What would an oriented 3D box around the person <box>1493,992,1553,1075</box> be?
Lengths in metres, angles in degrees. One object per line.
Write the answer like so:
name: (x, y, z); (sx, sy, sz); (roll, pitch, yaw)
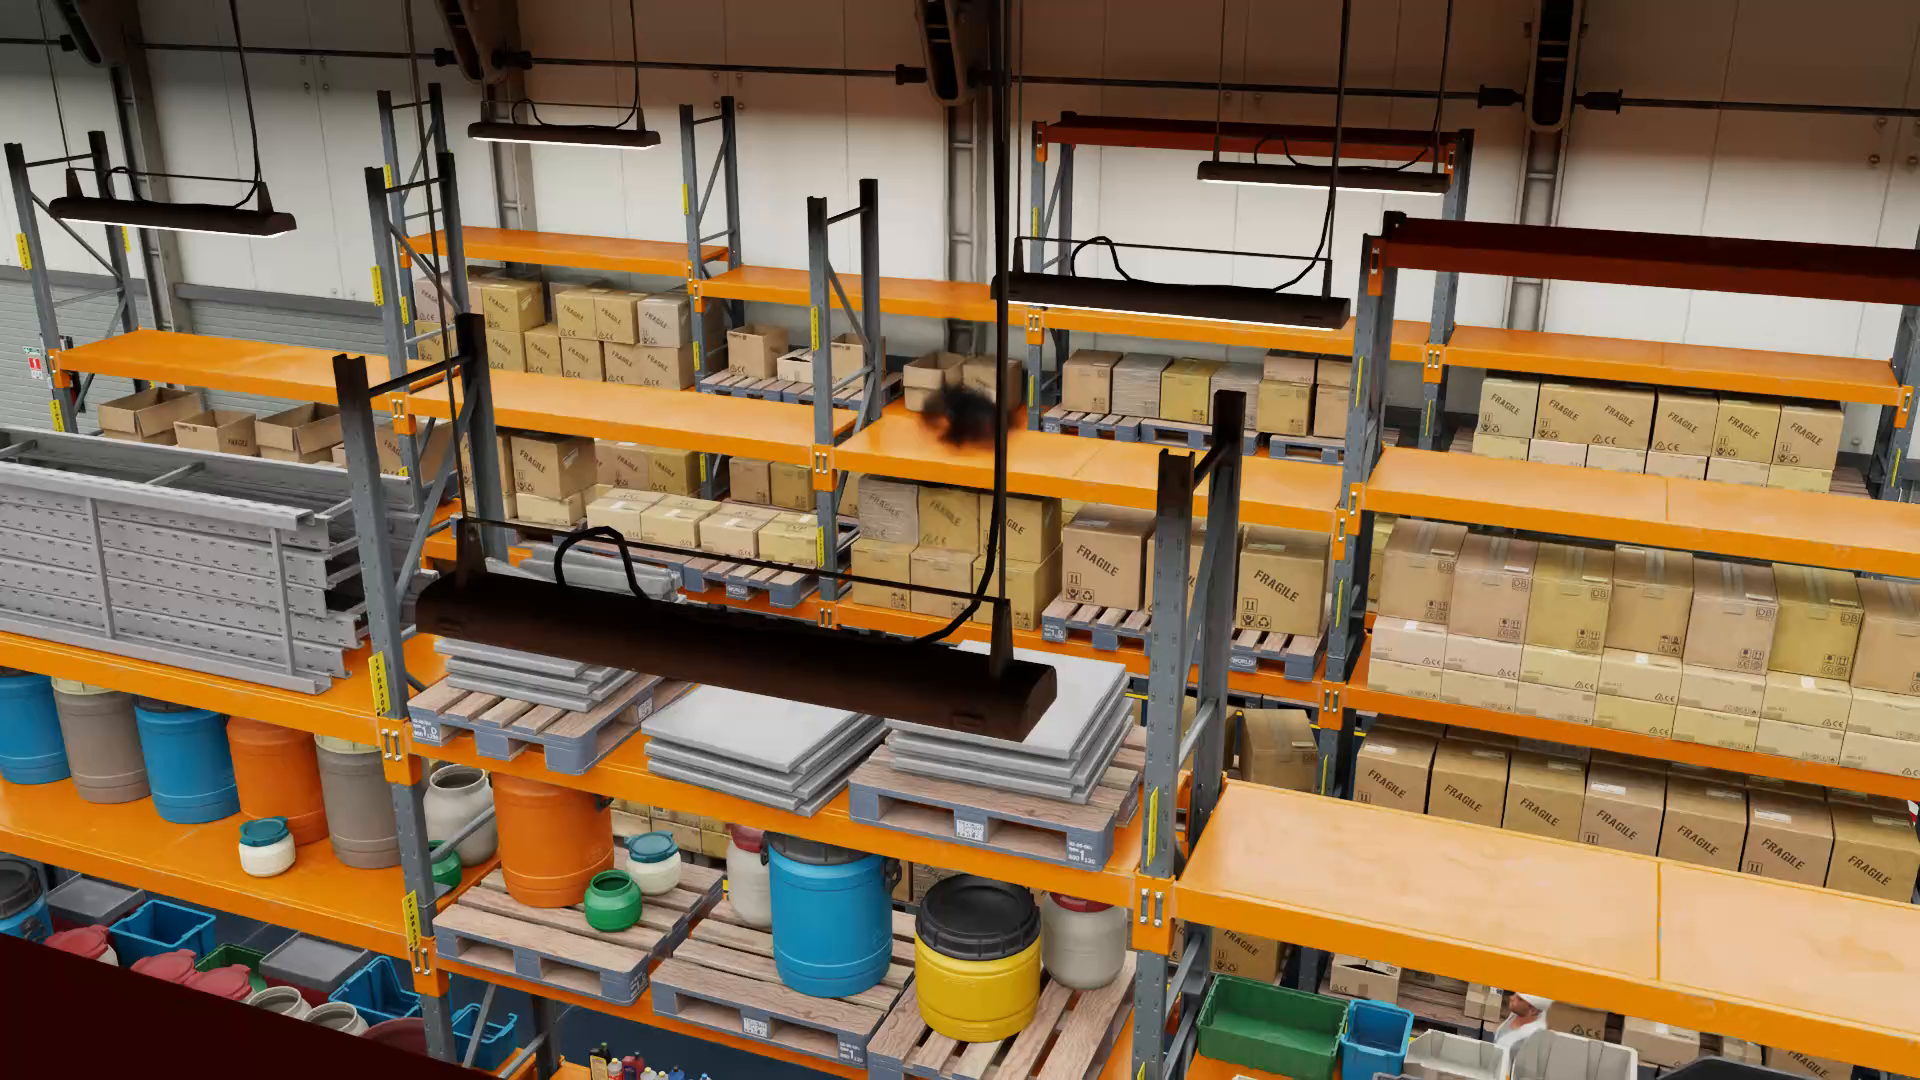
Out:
person: (3.564, 3.542, 10.638); (0.793, 1.751, 0.664); (4, 21, 11)
